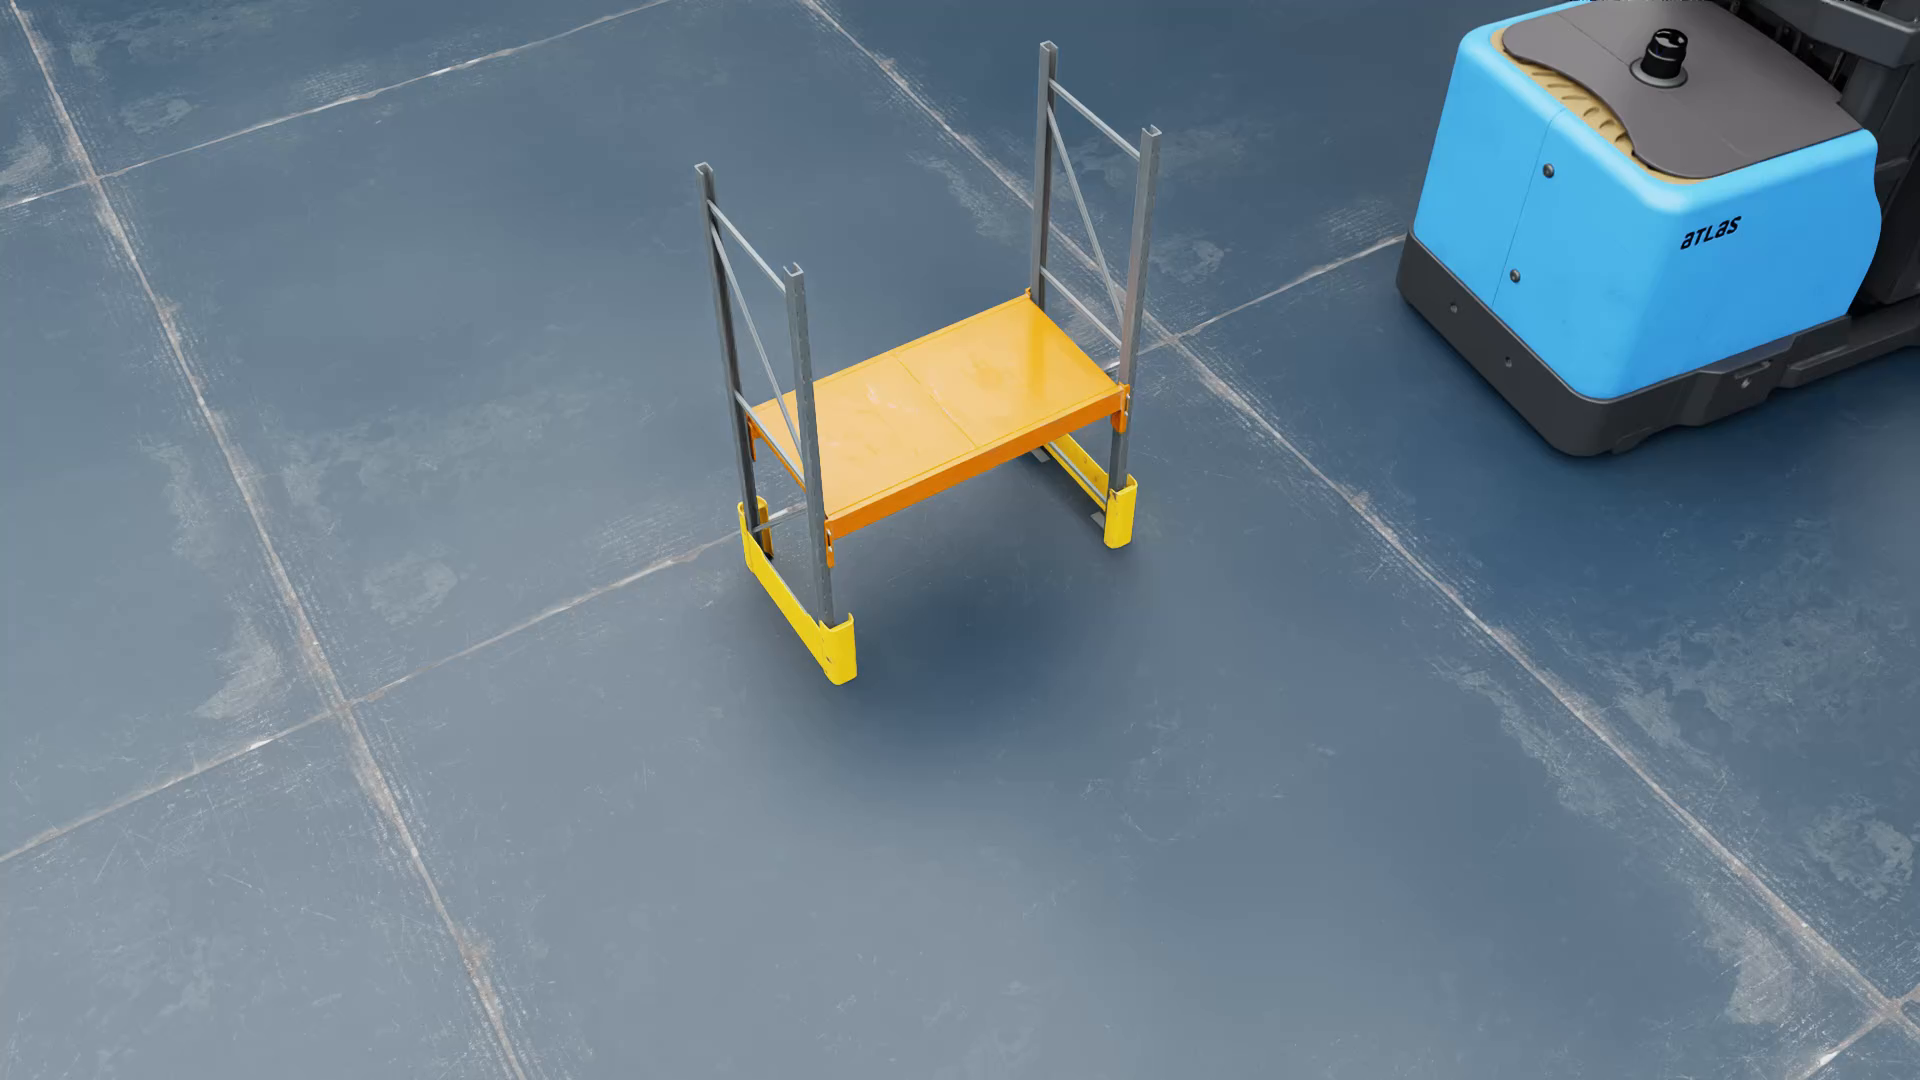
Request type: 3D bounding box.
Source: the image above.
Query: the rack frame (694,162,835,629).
[{"bbox_3d":[-0.502,-0.262,4.479,0.032,1.500,0.500,-25,53,-21],"label":"rack frame"}]

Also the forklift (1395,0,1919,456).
[{"bbox_3d":[3.124,-2.002,5.070,3.031,2.935,1.130,-19,51,-16],"label":"forklift"}]

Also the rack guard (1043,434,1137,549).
[{"bbox_3d":[0.357,-0.251,5.306,0.087,0.250,0.587,-25,53,-21],"label":"rack guard"}]

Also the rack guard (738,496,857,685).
[{"bbox_3d":[-0.486,0.146,4.953,0.087,0.250,0.587,-25,53,-21],"label":"rack guard"}]

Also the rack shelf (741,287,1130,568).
[{"bbox_3d":[-0.072,-0.345,4.794,1.000,0.185,0.538,-25,53,-21],"label":"rack shelf"}]

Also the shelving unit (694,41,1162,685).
[{"bbox_3d":[-0.064,-0.468,4.663,1.083,1.500,0.587,-25,53,-21],"label":"shelving unit"}]

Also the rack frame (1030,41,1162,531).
[{"bbox_3d":[0.358,-0.667,4.840,0.032,1.500,0.500,-25,53,-21],"label":"rack frame"}]
